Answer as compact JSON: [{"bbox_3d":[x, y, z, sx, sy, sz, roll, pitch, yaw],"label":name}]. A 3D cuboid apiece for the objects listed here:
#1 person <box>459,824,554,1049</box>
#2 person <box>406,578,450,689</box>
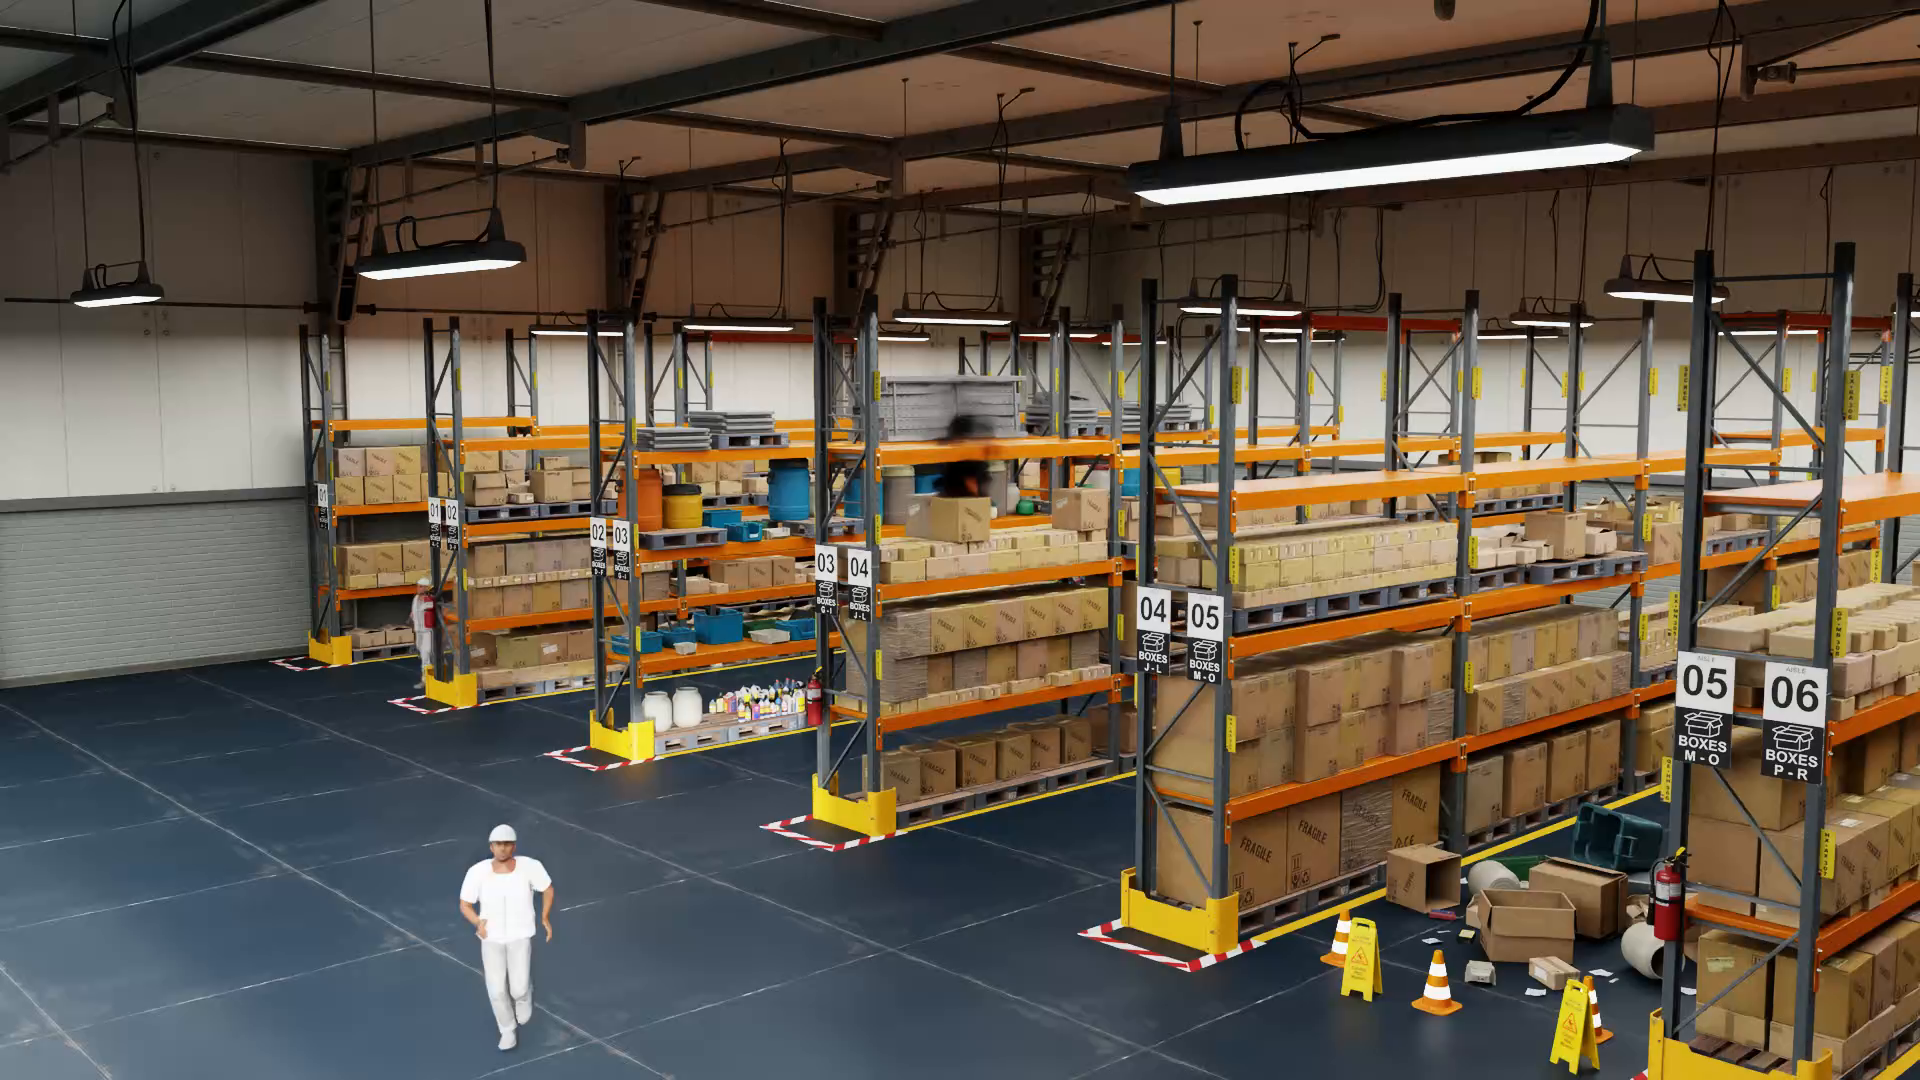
[{"bbox_3d":[-3.469,3.030,12.726,0.700,1.723,0.582,-1,6,-12],"label":"person"},{"bbox_3d":[-8.738,1.500,27.325,0.707,1.773,0.950,2,6,23],"label":"person"}]
